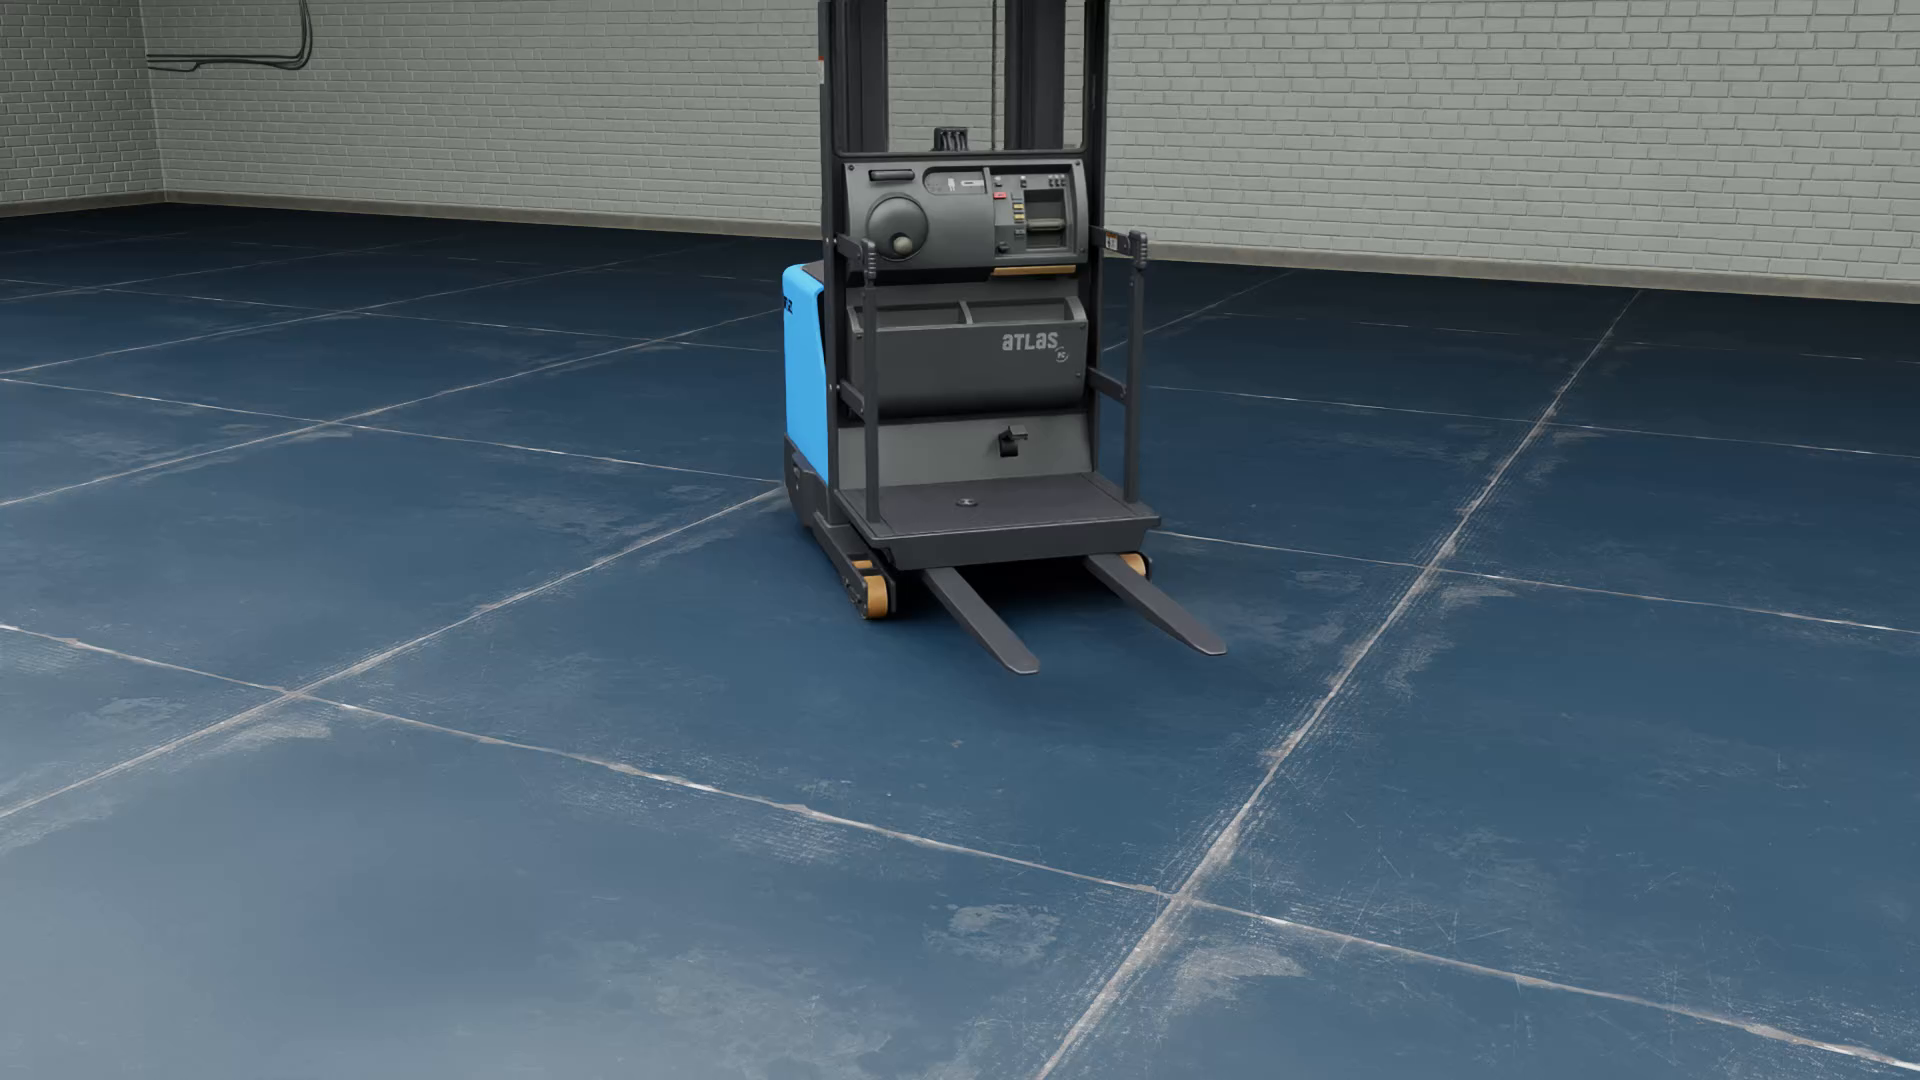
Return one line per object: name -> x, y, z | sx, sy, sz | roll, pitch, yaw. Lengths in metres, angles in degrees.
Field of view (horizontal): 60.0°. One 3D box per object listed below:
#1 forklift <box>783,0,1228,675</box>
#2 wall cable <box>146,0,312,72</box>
forklift -> 0.090, -1.237, 6.042 | 1.130, 2.935, 3.031 | -5, 17, -15
wall cable -> -9.333, -7.154, 20.759 | 3.097, 2.526, 0.112 | 8, 18, 25
